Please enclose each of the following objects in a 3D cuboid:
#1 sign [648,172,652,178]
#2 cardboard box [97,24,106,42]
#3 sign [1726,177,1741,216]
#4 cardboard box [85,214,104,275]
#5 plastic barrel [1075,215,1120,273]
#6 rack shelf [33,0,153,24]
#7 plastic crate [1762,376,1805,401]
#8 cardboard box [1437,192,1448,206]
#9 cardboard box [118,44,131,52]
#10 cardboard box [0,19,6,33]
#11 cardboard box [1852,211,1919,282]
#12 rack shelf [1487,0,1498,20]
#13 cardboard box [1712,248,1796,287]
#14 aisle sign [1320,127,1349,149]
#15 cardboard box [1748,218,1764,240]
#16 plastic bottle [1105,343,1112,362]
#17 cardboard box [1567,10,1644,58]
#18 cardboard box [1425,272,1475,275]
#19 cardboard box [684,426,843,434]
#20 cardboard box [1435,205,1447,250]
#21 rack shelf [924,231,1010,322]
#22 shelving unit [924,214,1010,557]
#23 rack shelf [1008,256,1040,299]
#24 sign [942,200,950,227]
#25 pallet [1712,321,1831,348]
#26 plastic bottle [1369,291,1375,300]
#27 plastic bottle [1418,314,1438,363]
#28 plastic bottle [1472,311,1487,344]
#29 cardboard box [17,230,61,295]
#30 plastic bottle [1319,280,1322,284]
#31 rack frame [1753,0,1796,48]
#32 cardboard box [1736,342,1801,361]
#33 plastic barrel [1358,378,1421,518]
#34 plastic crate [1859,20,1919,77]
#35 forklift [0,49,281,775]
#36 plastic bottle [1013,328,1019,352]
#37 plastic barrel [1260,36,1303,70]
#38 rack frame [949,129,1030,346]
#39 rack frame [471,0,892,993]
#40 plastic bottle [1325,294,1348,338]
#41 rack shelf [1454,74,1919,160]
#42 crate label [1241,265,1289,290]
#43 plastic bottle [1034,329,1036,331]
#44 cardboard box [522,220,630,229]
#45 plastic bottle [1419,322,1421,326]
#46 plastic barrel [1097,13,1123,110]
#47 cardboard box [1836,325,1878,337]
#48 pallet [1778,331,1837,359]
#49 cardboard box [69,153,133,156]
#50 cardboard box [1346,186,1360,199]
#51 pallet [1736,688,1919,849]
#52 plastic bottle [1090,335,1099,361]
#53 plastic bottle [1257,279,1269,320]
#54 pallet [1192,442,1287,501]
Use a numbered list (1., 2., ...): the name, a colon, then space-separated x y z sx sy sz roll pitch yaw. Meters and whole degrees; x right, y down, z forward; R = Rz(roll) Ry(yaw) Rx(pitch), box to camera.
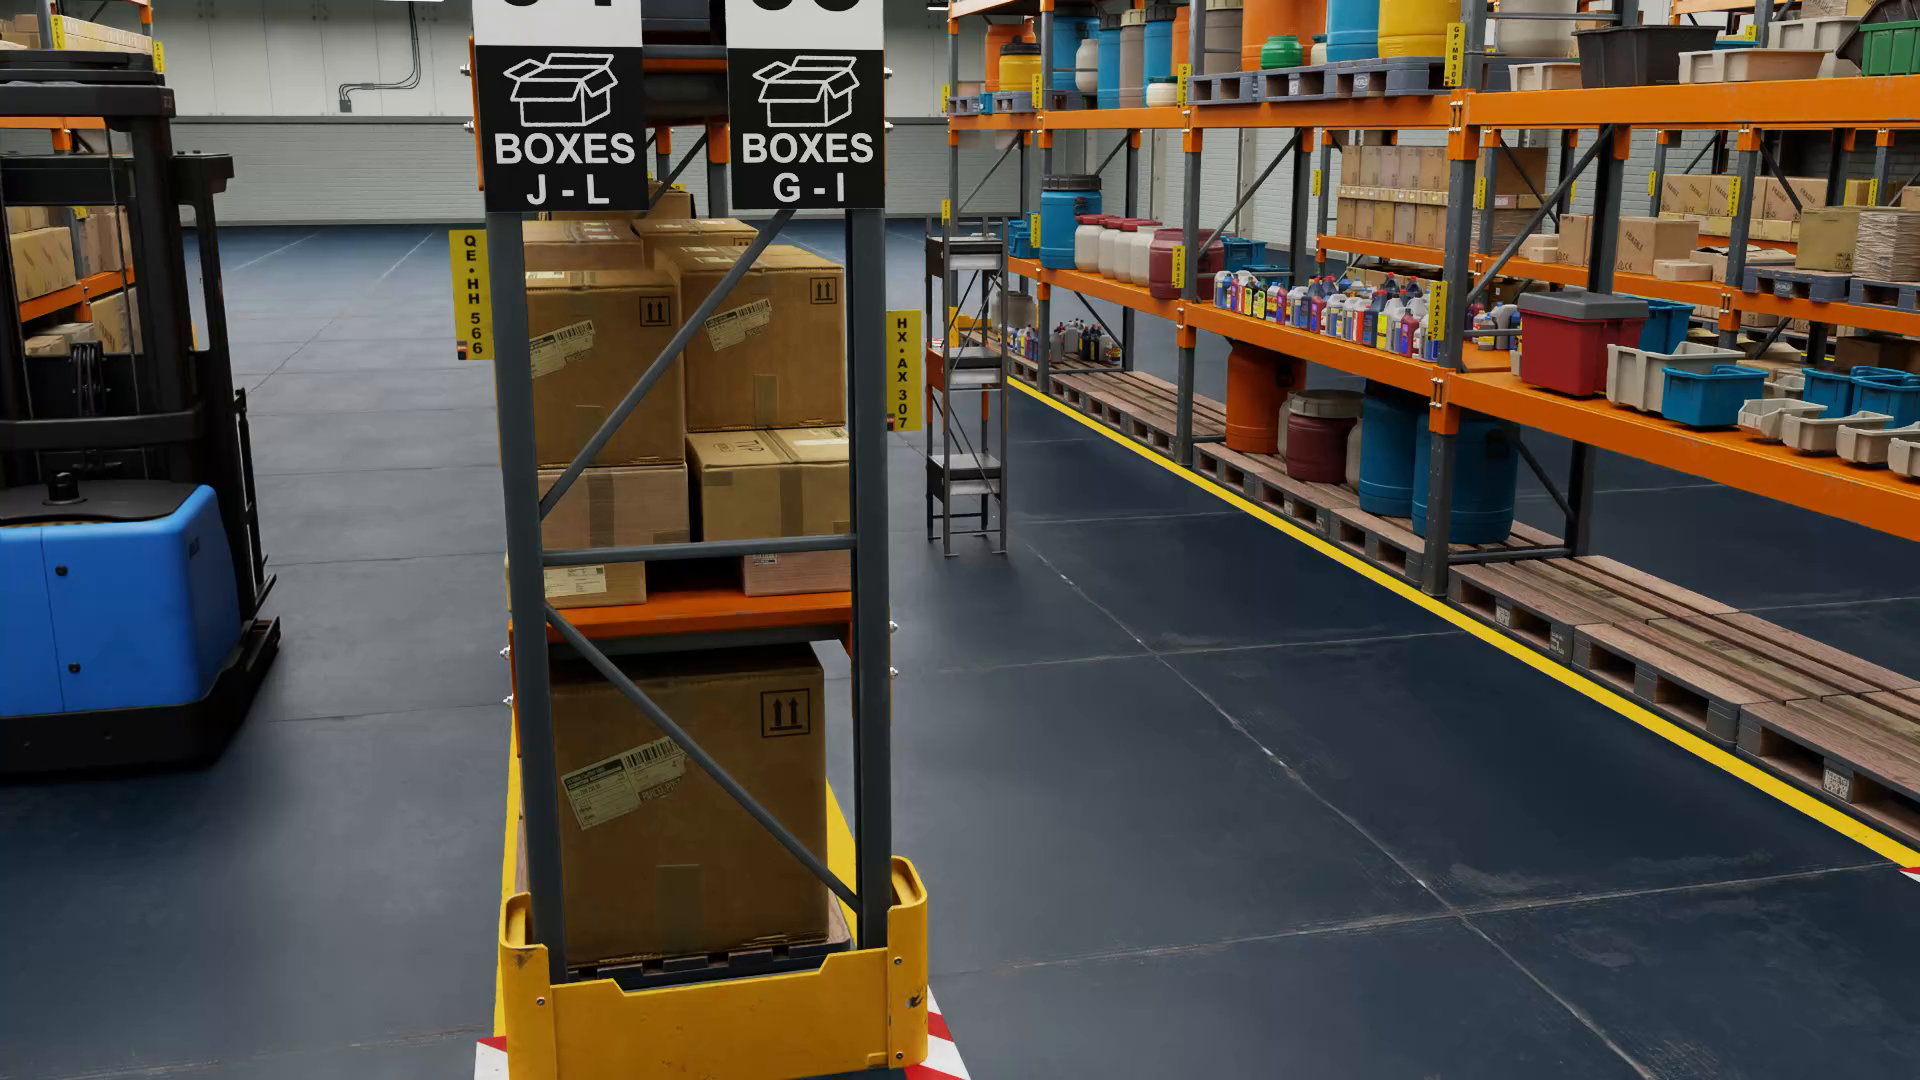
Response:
1. sign: -2.974 -3.329 15.791 0.100 0.325 0.005 -3 14 -13
2. cardboard box: -8.413 -4.853 15.903 0.380 0.149 0.250 -3 14 -13
3. sign: 6.518 -2.894 14.011 0.100 0.325 0.005 -3 14 -13
4. cardboard box: -8.607 -2.764 15.605 0.875 0.550 0.550 -3 14 -13
5. plastic barrel: 1.314 -2.843 15.959 0.433 0.535 0.433 0 14 0
6. rack shelf: -8.827 -5.313 16.072 1.077 0.370 4.000 -3 14 -13
7. plastic crate: 3.882 -0.681 7.823 0.293 0.136 0.466 -3 14 -13
8. cardboard box: 5.663 -3.878 18.903 0.380 0.149 0.250 -3 14 -13
9. cardboard box: -8.677 -4.857 16.759 0.500 0.250 0.500 -3 14 -14
10. cardboard box: -8.871 -4.639 15.028 0.380 0.149 0.250 -3 14 -13
11. cardboard box: 7.344 -2.255 12.740 0.700 0.500 0.500 -1 14 -3
12. rack shelf: 5.648 -6.118 19.365 1.077 0.370 4.000 -3 14 -13
13. cardboard box: 7.014 -2.406 14.642 0.500 0.311 0.500 -2 14 -10
14. aisle sign: 4.865 -5.469 21.516 0.394 0.787 0.004 -3 14 -13
15. cardboard box: 10.165 -3.938 21.001 0.500 0.250 0.500 -3 14 -13
16. plastic bottle: 1.606 -2.010 17.802 0.097 0.201 0.097 0 14 0
17. cardboard box: 6.380 -4.964 16.454 0.500 0.500 0.500 -2 14 -8
18. cardboard box: 5.959 -2.989 20.168 0.500 0.500 0.500 -3 14 -13
19. cardboard box: -0.673 -0.283 5.454 0.500 0.250 0.500 -3 14 -14
20. cardboard box: 5.877 -3.558 18.958 0.700 0.500 0.500 -3 14 -14
21. rack shelf: 0.039 -1.649 10.359 0.431 0.518 0.480 -3 14 -13
22. shelving unit: 0.039 -0.982 10.522 0.431 2.100 0.503 -3 14 -13
23. rack shelf: 0.832 -3.122 18.903 1.077 0.370 4.000 -3 14 -13
24. sign: -0.173 -4.038 20.551 0.100 0.325 0.005 -3 14 -13
25. pallet: 10.450 -2.643 21.300 1.003 0.211 1.213 -3 14 -13
26. plastic bottle: 2.975 -1.683 11.916 0.097 0.201 0.097 0 14 0
27. plastic bottle: 2.774 -1.177 9.688 0.152 0.276 0.135 -3 14 -13
28. plastic bottle: 3.310 -1.354 10.567 0.097 0.201 0.097 0 14 0
29. cardboard box: -7.856 -2.308 13.842 0.500 0.500 0.500 -3 14 -14
30. plastic bottle: 2.761 -1.894 12.777 0.097 0.201 0.097 0 14 0
31. rack frame: 7.057 -5.277 13.566 1.000 3.000 0.127 -3 14 -13
32. cardboard box: 7.220 -1.641 15.050 0.500 0.311 0.500 -3 14 -11
33. plastic barrel: 2.903 -0.639 10.760 0.600 0.901 0.708 -3 14 -13
34. plastic crate: 3.611 -1.808 6.133 0.450 0.188 0.336 -3 14 -13
35. forklift: -4.001 -0.767 7.890 1.130 2.935 3.031 -3 14 -14
36. plastic bottle: 0.637 -2.237 18.585 0.097 0.271 0.097 0 14 0
37. plastic barrel: 2.267 -3.416 11.711 0.294 0.245 0.294 0 14 0
38. rack frame: 0.363 -3.933 20.706 1.000 3.000 0.127 -3 14 -13
39. rack frame: -0.694 0.034 4.468 1.000 3.000 0.127 -3 14 -13
40. plastic bottle: 2.484 -1.463 10.855 0.152 0.276 0.135 -3 14 -13
41. rack shelf: 3.651 -1.811 7.215 1.077 0.370 4.000 -3 14 -13
42. crate label: 2.507 -2.124 13.655 0.303 0.233 0.416 -3 14 -13
43. plastic bottle: 0.843 -2.167 18.275 0.061 0.283 0.133 -3 14 -13
44. cardboard box: -1.770 -1.200 7.628 0.500 0.500 0.500 -3 14 -13
45. plastic bottle: 2.748 -1.201 9.940 0.097 0.201 0.097 0 14 0
46. plastic barrel: 1.632 -4.606 16.083 0.600 0.901 0.708 -3 14 -13
47. cardboard box: 10.777 -2.522 19.971 0.380 0.166 0.250 -5 15 -21
48. pallet: 10.740 -2.361 20.146 1.003 0.211 1.213 -3 14 -13
49. cardboard box: -9.028 -3.792 17.536 0.875 0.550 0.550 -3 14 -13
50. cardboard box: 5.126 -4.409 21.075 0.380 0.149 0.250 -4 14 -15
51. pallet: 3.964 0.920 6.716 1.003 0.211 1.213 -3 14 -13
52. plastic bottle: 1.447 -2.069 17.874 0.061 0.283 0.133 -3 14 -13
53. plastic bottle: 2.179 -1.720 11.891 0.061 0.283 0.133 -3 14 -13
54. pallet: 2.467 -0.553 12.748 1.003 0.211 1.213 -3 14 -13
